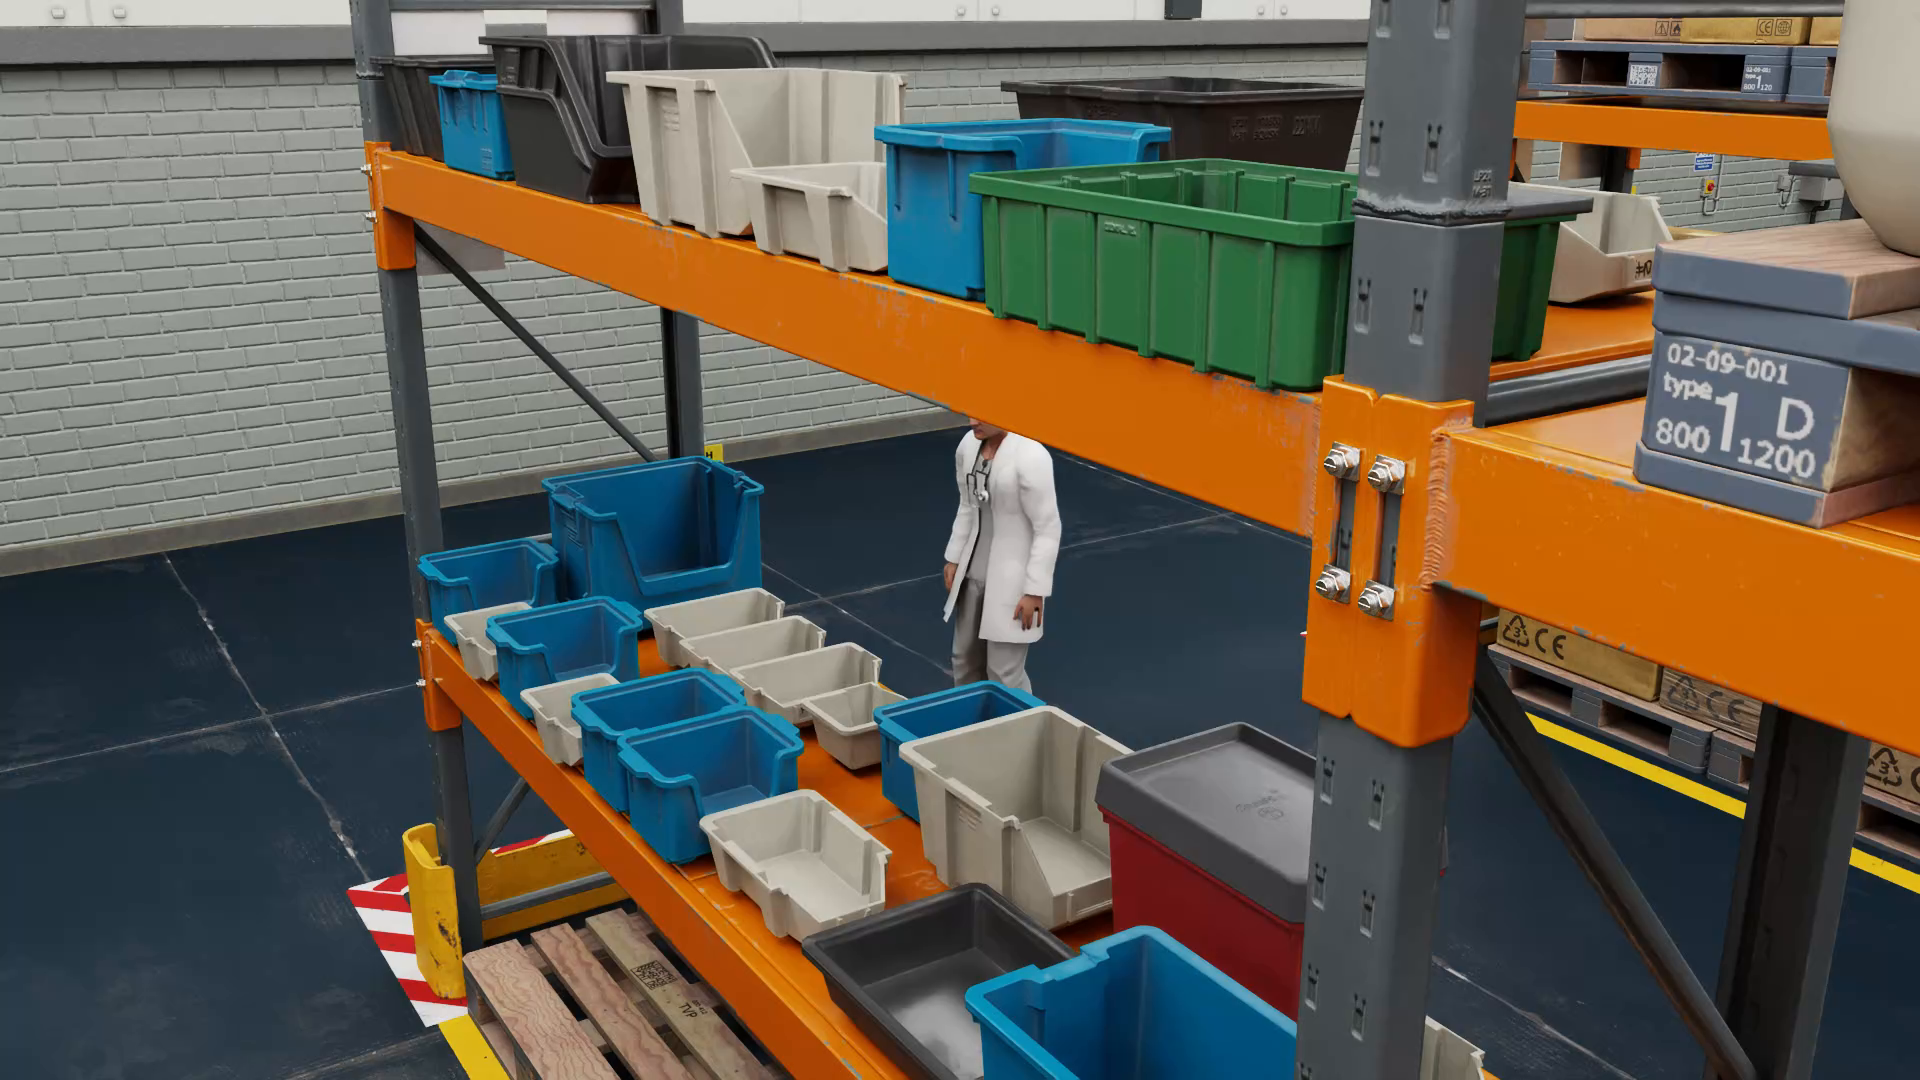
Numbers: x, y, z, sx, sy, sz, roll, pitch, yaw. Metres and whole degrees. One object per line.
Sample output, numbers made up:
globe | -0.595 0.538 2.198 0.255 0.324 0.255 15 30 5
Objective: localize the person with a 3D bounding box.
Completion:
person | 0.157 0.169 7.056 0.429 1.772 0.647 -13 22 -35
